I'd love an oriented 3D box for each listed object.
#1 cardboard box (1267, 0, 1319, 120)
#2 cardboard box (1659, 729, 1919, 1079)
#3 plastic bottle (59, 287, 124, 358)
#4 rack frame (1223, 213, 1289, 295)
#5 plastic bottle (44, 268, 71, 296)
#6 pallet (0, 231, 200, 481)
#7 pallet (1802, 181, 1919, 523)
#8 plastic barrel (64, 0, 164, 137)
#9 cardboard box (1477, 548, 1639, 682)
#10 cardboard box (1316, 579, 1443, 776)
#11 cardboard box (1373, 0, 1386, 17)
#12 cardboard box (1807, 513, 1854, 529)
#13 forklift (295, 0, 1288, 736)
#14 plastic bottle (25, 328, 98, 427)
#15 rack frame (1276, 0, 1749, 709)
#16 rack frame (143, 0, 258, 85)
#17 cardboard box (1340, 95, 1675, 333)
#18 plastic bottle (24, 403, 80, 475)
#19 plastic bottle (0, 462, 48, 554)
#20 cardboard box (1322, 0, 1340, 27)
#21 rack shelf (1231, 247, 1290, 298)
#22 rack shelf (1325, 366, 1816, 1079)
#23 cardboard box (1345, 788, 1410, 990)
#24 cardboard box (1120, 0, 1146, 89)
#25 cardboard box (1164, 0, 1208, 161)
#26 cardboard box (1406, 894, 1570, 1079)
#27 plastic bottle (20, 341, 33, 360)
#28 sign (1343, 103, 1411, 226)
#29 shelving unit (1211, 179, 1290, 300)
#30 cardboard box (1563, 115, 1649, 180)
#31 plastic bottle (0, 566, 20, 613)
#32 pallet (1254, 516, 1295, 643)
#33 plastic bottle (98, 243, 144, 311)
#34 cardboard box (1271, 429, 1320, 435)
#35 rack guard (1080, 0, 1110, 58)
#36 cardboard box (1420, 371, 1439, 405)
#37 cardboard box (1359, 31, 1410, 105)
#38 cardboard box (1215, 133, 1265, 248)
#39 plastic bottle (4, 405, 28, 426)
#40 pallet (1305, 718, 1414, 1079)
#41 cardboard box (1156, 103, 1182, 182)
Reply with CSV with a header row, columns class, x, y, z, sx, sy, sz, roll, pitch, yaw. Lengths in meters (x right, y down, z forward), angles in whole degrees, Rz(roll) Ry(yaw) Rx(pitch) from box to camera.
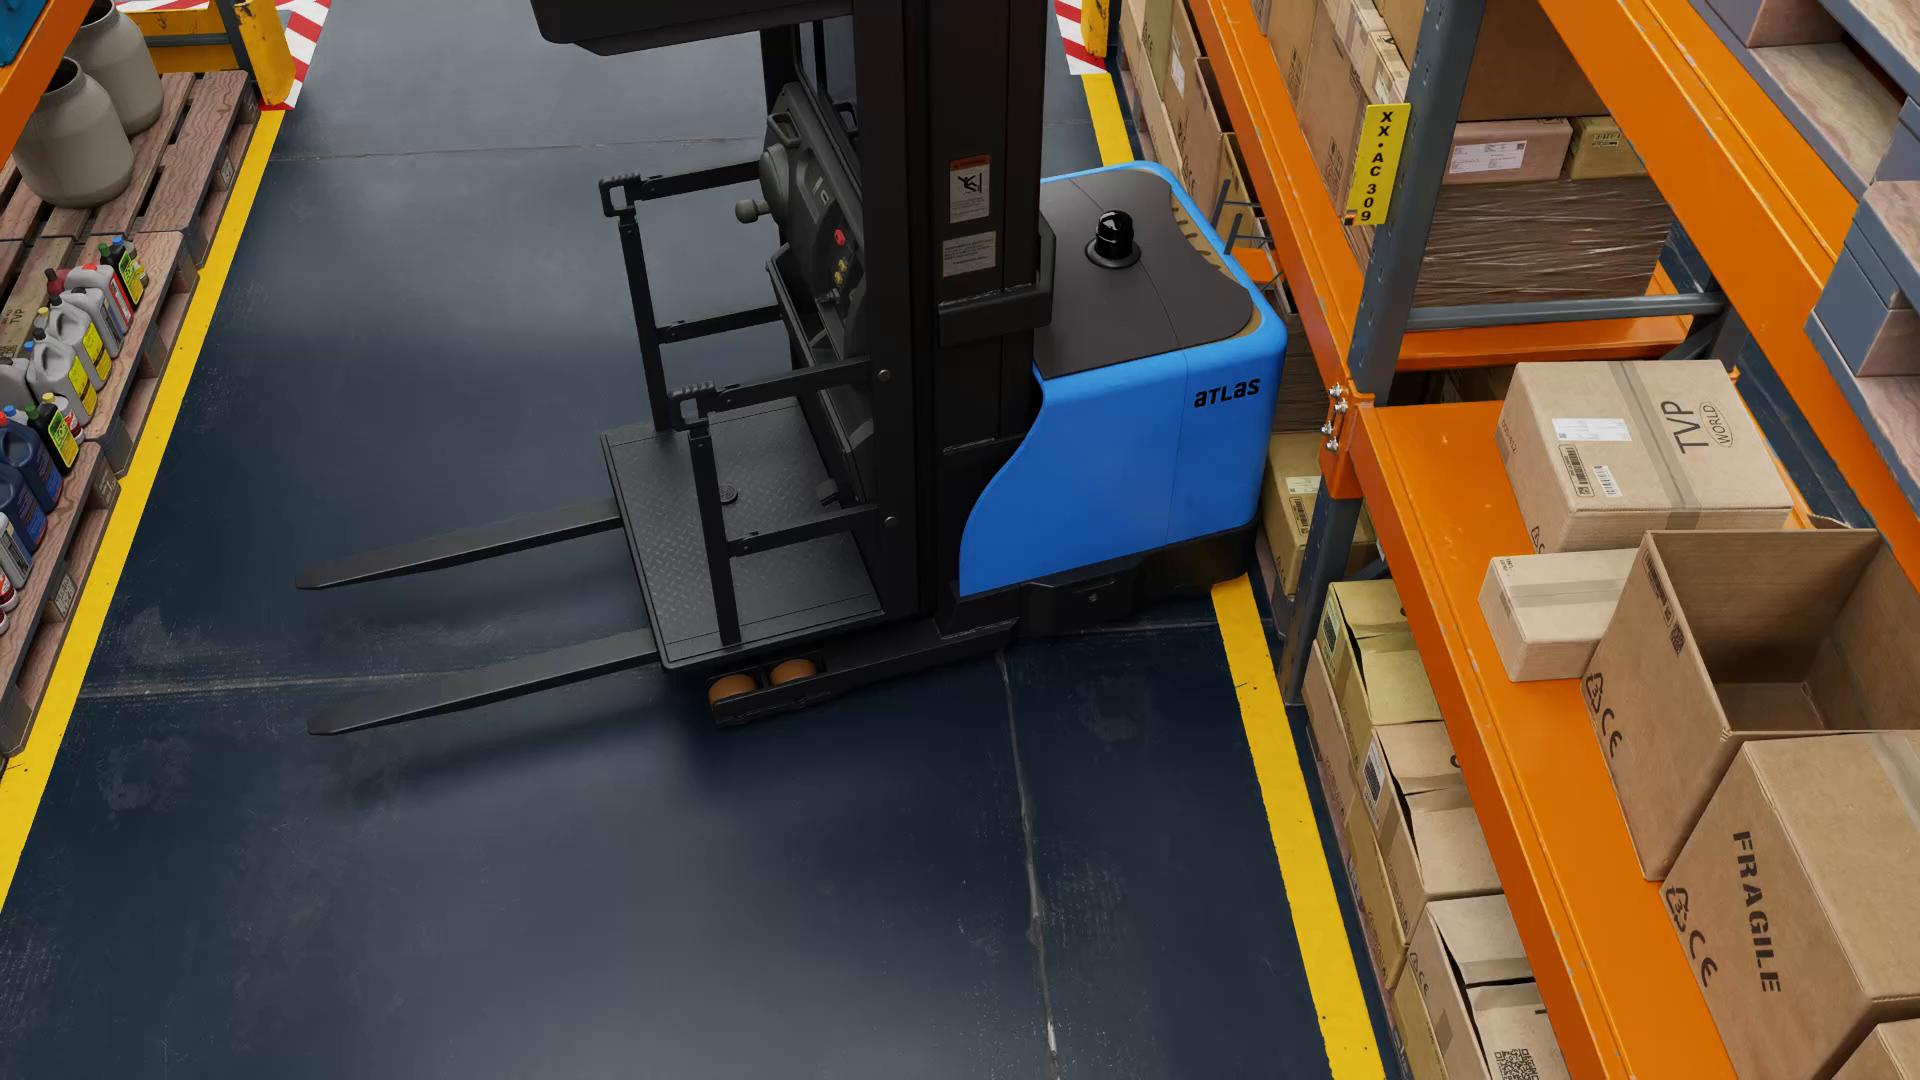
class,x,y,z,sx,sy,sz,roll,pitch,yaw
cardboard box,1.385,-1.675,5.202,0.700,0.500,0.500,-3,47,-3
cardboard box,1.651,0.690,2.962,0.500,0.500,0.500,-3,47,-3
plastic bottle,-3.158,-0.800,6.014,0.152,0.276,0.135,-5,47,-4
rack frame,0.857,-0.555,5.435,0.240,1.200,0.006,3,45,-10
plastic bottle,-3.275,-0.896,6.100,0.061,0.283,0.133,-3,47,-3
pallet,-3.539,-0.692,6.260,1.003,0.211,1.213,-3,47,-3
pallet,1.610,0.057,1.694,1.003,0.211,1.213,-2,47,-1
plastic barrel,-3.622,-1.989,6.992,0.421,0.512,0.421,0,47,0
cardboard box,1.388,0.164,3.702,0.380,0.149,0.250,-3,47,-3
cardboard box,1.304,0.347,4.574,0.500,0.311,0.500,-3,47,-3
cardboard box,1.430,-1.743,4.372,0.700,0.500,0.500,-4,47,-3
cardboard box,1.774,0.095,3.686,0.396,0.266,0.258,-5,47,-4
forklift,-0.592,-0.863,4.549,3.031,2.935,1.130,-14,48,-13
plastic bottle,-3.124,-0.571,5.747,0.144,0.351,0.185,-4,47,-4
rack frame,1.517,-0.576,4.229,1.000,3.000,0.127,-3,47,-3
rack frame,-3.754,-3.172,6.688,1.000,3.000,0.127,-3,47,-3
cardboard box,1.474,-0.931,4.497,0.700,0.500,0.500,-5,47,-4
plastic bottle,-3.061,-0.363,5.595,0.061,0.283,0.133,-2,47,-2
plastic bottle,-3.073,-0.127,5.326,0.144,0.351,0.185,-2,47,-2
cardboard box,1.215,-1.575,4.660,0.380,0.149,0.250,-4,47,-3
rack shelf,0.898,-0.842,5.279,0.258,0.103,0.180,3,45,-10
rack shelf,1.685,1.119,3.120,1.077,0.370,4.000,-3,47,-3
cardboard box,1.346,0.902,4.434,0.500,0.250,0.500,-2,47,-2
cardboard box,1.006,-2.267,7.436,0.500,0.250,0.500,-3,47,-3
cardboard box,1.104,-1.803,6.479,0.500,0.500,0.500,-3,47,-3
cardboard box,1.385,1.083,3.876,0.500,0.311,0.500,-5,47,-5
plastic bottle,-3.257,-0.616,5.891,0.097,0.201,0.097,0,47,0
sign,0.964,-0.866,3.853,0.100,0.325,0.005,-3,47,-3
shelving unit,0.849,-0.620,5.499,0.258,1.200,0.189,3,45,-10
cardboard box,1.688,-1.040,4.153,0.380,0.149,0.250,-4,47,-3
plastic bottle,-3.026,0.129,5.186,0.097,0.201,0.097,0,47,0
pallet,1.493,-0.195,5.789,1.003,0.211,1.213,-3,47,-3
plastic bottle,-3.135,-1.003,6.202,0.061,0.283,0.133,-2,47,-2
cardboard box,1.229,-0.459,5.724,0.500,0.250,0.500,-3,47,-3
rack guard,1.181,-2.628,7.894,1.175,0.500,0.348,-3,47,-3
cardboard box,1.741,-0.748,5.481,0.500,0.500,0.500,-3,47,-3
cardboard box,1.262,-1.196,4.301,0.380,0.149,0.250,-4,47,-4
cardboard box,1.185,-1.079,5.794,0.500,0.500,0.500,-3,47,-3
plastic bottle,-3.138,-0.341,5.583,0.097,0.271,0.097,0,47,0
pallet,1.618,0.914,4.739,1.003,0.211,1.213,-3,47,-3
cardboard box,1.093,-1.544,6.751,0.500,0.250,0.500,-3,47,-3
